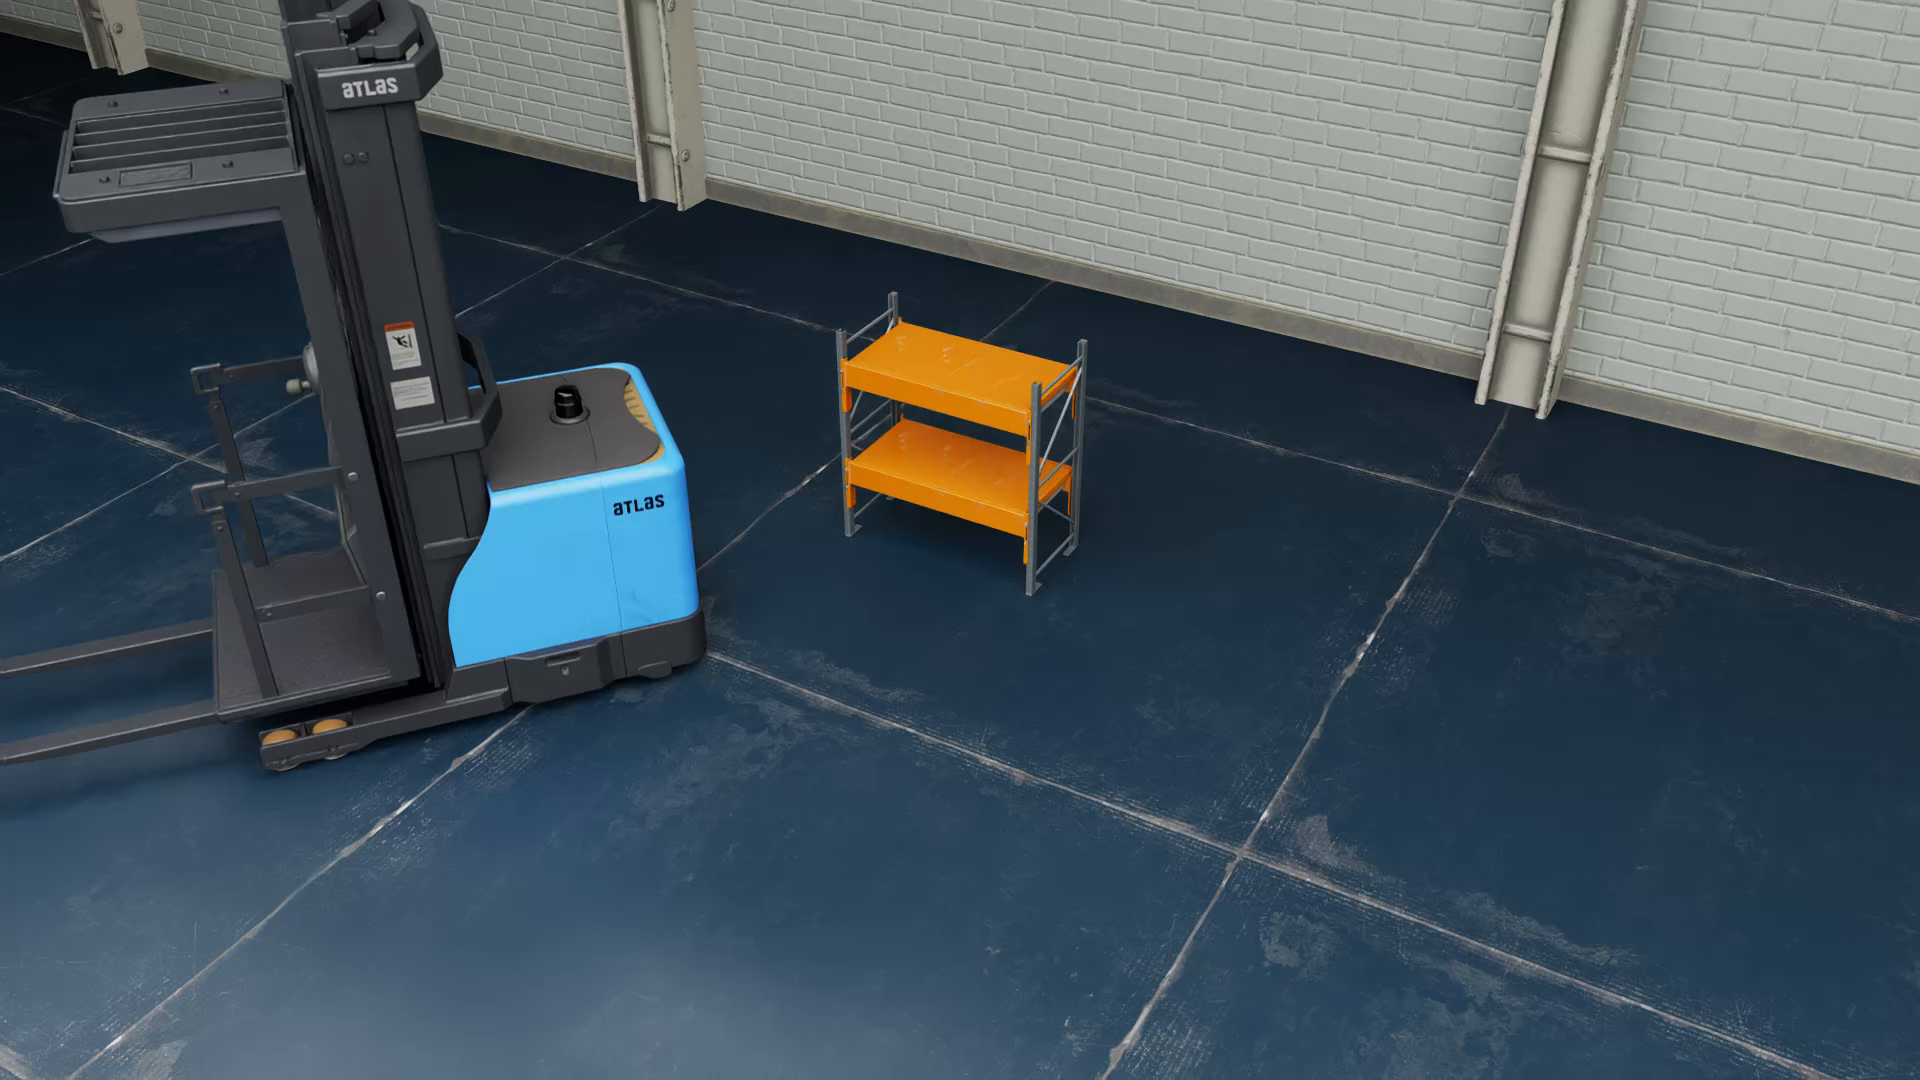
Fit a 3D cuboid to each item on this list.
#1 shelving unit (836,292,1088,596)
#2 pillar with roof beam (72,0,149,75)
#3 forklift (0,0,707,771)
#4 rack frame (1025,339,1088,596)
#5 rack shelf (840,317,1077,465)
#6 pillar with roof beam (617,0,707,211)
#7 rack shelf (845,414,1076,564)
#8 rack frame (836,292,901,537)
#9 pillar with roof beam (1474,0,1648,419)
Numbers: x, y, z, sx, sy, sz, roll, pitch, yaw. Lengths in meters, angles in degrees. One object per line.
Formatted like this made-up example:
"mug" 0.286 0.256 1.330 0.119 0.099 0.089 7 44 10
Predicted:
"shelving unit" 0.006 -0.466 7.935 1.048 1.125 0.538 18 37 24
"pillar with roof beam" -9.394 -5.772 8.799 0.400 9.000 9.100 18 37 24
"forklift" -2.695 -0.606 6.516 3.031 2.935 1.130 -12 36 -18
"rack frame" 0.447 -0.327 7.725 0.032 1.125 0.500 18 37 24
"rack shelf" 0.006 -0.710 7.773 1.000 0.278 0.538 18 37 24
"pillar with roof beam" -4.185 -4.122 6.321 0.400 9.000 9.100 18 37 24
"rack shelf" 0.006 -0.263 8.071 1.000 0.278 0.538 18 37 24
"rack frame" -0.435 -0.606 8.145 0.032 1.125 0.500 18 37 24
"pillar with roof beam" 1.025 -2.472 3.843 0.400 9.000 9.100 18 37 24
